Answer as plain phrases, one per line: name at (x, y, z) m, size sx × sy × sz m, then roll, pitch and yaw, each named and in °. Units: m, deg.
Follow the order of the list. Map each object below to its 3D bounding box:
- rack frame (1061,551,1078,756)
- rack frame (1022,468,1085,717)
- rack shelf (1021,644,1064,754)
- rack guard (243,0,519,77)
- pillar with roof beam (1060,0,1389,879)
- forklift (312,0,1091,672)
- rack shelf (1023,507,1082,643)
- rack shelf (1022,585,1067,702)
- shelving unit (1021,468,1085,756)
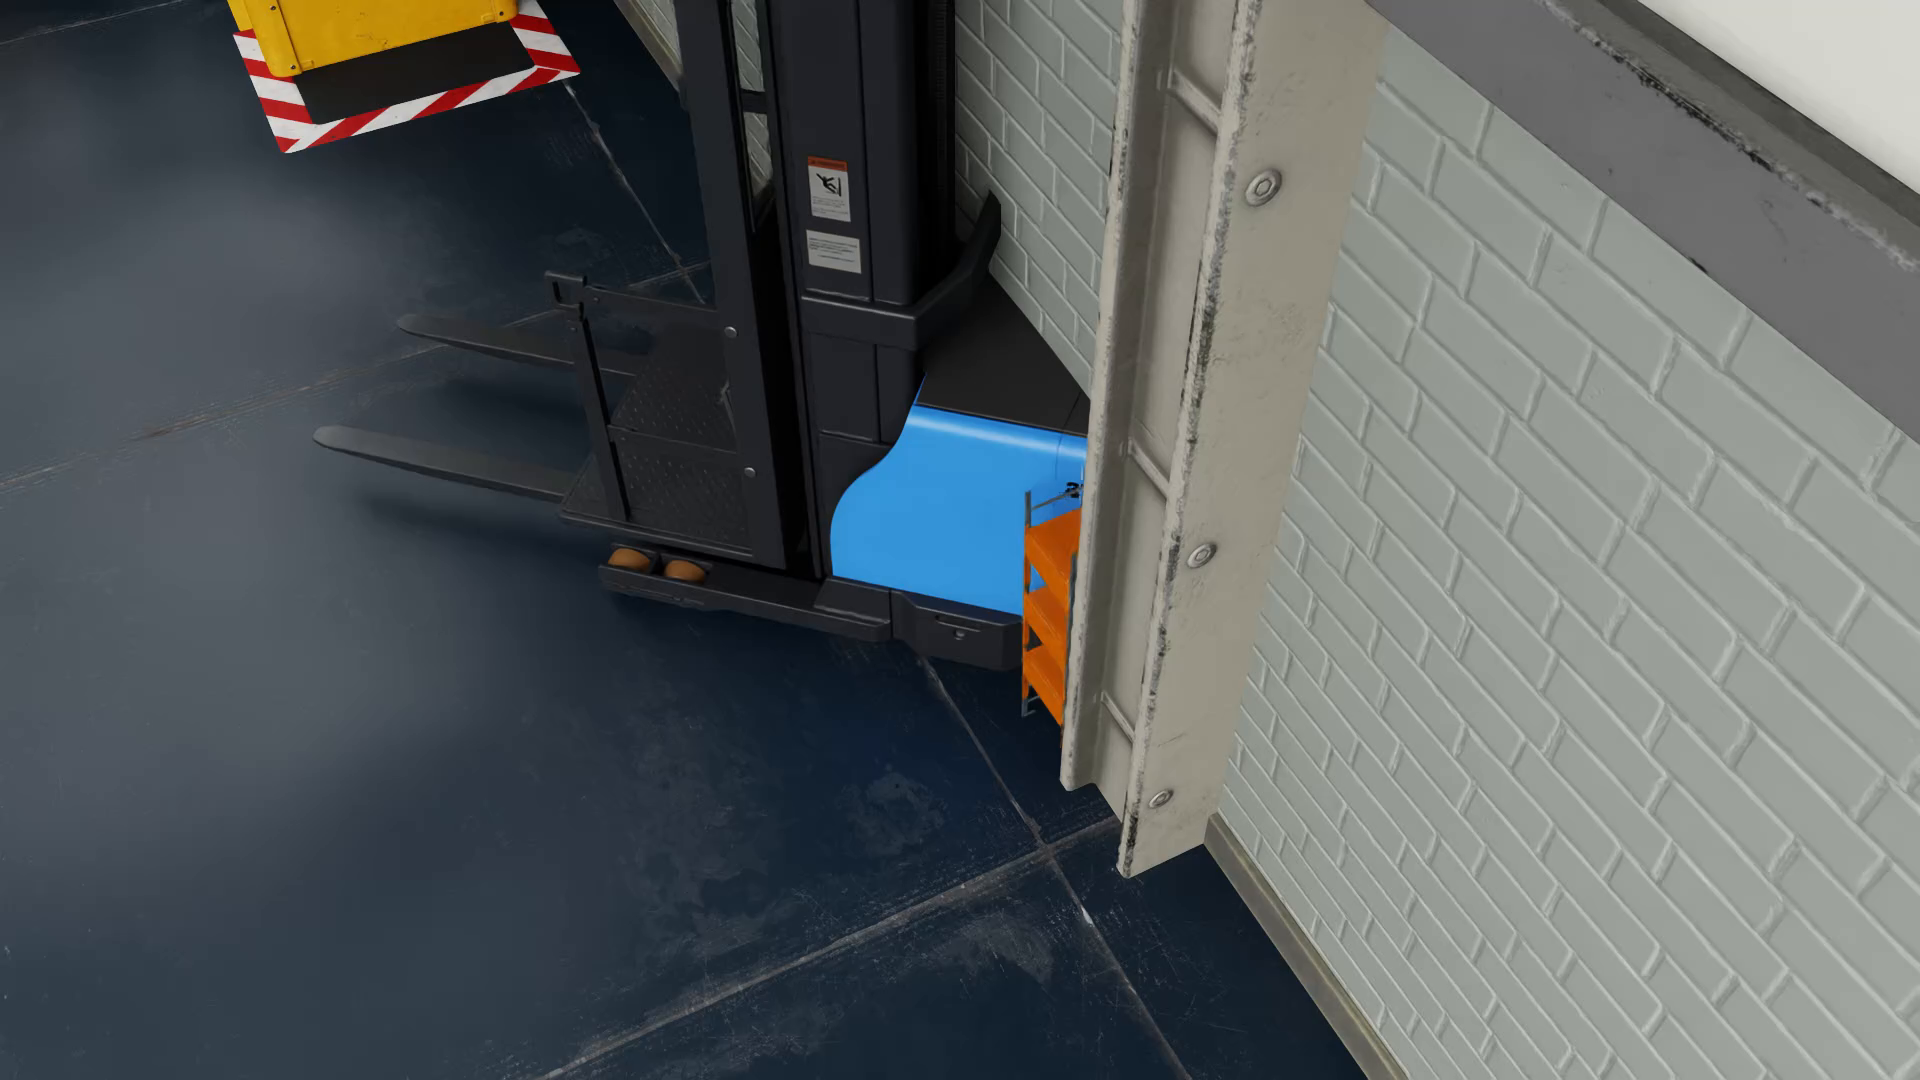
rack frame at (0.389, 0.343, 4.750) m, size 0.200 × 1.050 × 0.008 m, roll -23°, pitch 52°, yaw -17°
rack frame at (0.275, 0.181, 4.892) m, size 0.200 × 1.050 × 0.008 m, roll -23°, pitch 52°, yaw -17°
rack shelf at (0.338, 0.450, 5.040) m, size 0.215 × 0.259 × 0.240 m, roll -23°, pitch 52°, yaw -17°
rack guard at (-2.687, -2.577, 7.672) m, size 1.175 × 0.500 × 0.348 m, roll -21°, pitch 52°, yaw -18°
pillar with roof beam at (-3.297, -0.669, 0.357) m, size 9.100 × 9.000 × 0.400 m, roll -21°, pitch 52°, yaw -18°
forklift at (-0.702, -1.110, 4.774) m, size 3.031 × 2.935 × 1.130 m, roll 12°, pitch 50°, yaw 10°
rack shelf at (0.326, 0.084, 4.614) m, size 0.215 × 0.259 × 0.240 m, roll -23°, pitch 52°, yaw -17°
rack shelf at (0.332, 0.269, 4.829) m, size 0.215 × 0.259 × 0.240 m, roll -23°, pitch 52°, yaw -17°
shelving unit at (0.332, 0.262, 4.821) m, size 0.215 × 1.050 × 0.252 m, roll -23°, pitch 52°, yaw -17°
